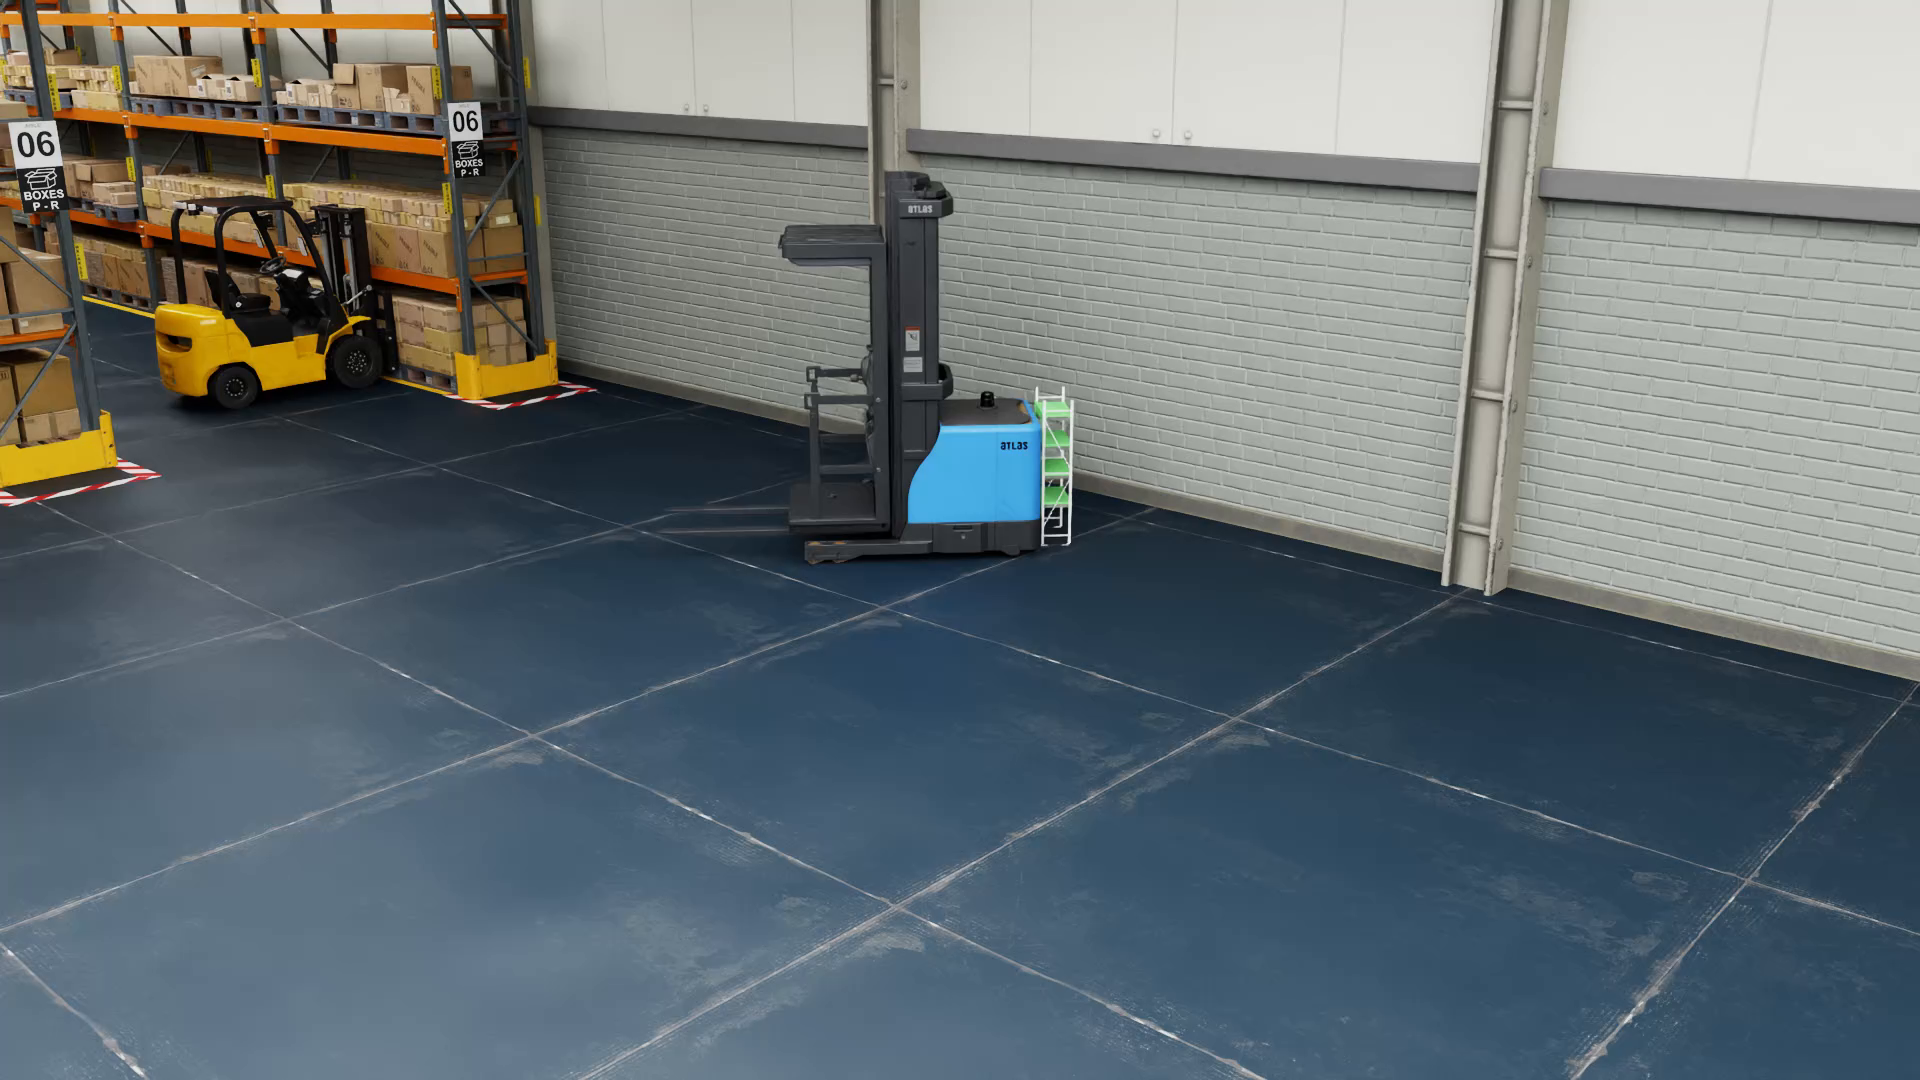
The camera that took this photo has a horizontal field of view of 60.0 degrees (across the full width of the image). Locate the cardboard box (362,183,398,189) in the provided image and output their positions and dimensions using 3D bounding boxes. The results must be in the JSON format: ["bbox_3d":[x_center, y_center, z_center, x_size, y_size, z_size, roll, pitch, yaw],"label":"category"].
[{"bbox_3d":[-7.131,-4.314,20.517,0.250,0.149,0.380,14,23,38],"label":"cardboard box"}]

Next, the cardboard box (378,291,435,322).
[{"bbox_3d":[-6.496,-2.742,19.492,0.500,0.250,0.500,15,23,40],"label":"cardboard box"}]

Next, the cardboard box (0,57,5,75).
[{"bbox_3d":[-14.687,-7.349,25.779,0.500,0.250,0.500,15,23,39],"label":"cardboard box"}]

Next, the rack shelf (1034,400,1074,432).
[{"bbox_3d":[0.756,-1.000,13.403,0.258,0.148,0.480,-1,18,-4],"label":"rack shelf"}]

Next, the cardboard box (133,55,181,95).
[{"bbox_3d":[-10.778,-6.285,22.473,0.500,0.500,0.500,15,23,40],"label":"cardboard box"}]

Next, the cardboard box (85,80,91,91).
[{"bbox_3d":[-12.312,-6.542,23.896,0.250,0.149,0.380,15,23,40],"label":"cardboard box"}]

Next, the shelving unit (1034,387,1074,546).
[{"bbox_3d":[0.756,-0.603,13.529,0.258,1.200,0.503,-1,18,-4],"label":"shelving unit"}]

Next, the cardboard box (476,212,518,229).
[{"bbox_3d":[-5.256,-3.638,18.878,0.250,0.149,0.380,14,23,38],"label":"cardboard box"}]

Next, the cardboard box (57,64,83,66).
[{"bbox_3d":[-13.448,-7.134,25.239,0.250,0.149,0.380,14,23,38],"label":"cardboard box"}]

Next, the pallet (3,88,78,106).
[{"bbox_3d":[-13.709,-6.757,25.295,1.003,0.211,1.213,15,23,39],"label":"pallet"}]

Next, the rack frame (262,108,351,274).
[{"bbox_3d":[-8.166,-3.957,21.122,0.127,3.000,1.000,15,23,39],"label":"rack frame"}]

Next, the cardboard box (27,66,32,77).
[{"bbox_3d":[-13.599,-6.960,24.689,0.250,0.149,0.380,15,23,38],"label":"cardboard box"}]

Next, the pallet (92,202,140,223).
[{"bbox_3d":[-11.712,-4.789,24.060,1.003,0.211,1.213,15,23,39],"label":"pallet"}]

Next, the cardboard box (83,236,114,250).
[{"bbox_3d":[-13.040,-4.501,25.202,0.250,0.149,0.380,16,24,41],"label":"cardboard box"}]

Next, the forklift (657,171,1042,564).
[{"bbox_3d":[-0.895,-1.377,13.106,3.031,2.935,1.130,-1,18,-4],"label":"forklift"}]

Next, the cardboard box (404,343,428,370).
[{"bbox_3d":[-6.101,-2.168,19.337,0.500,0.250,0.500,15,23,39],"label":"cardboard box"}]

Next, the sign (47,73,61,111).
[{"bbox_3d":[-8.106,-3.999,14.851,0.005,0.325,0.100,15,23,39],"label":"sign"}]

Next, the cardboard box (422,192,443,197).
[{"bbox_3d":[-6.053,-3.979,19.460,0.250,0.149,0.380,16,24,41],"label":"cardboard box"}]

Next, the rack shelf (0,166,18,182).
[{"bbox_3d":[-9.962,-3.519,15.971,4.000,0.370,1.077,15,23,39],"label":"rack shelf"}]

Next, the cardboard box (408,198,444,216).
[{"bbox_3d":[-6.001,-3.766,18.789,0.250,0.149,0.380,16,23,40],"label":"cardboard box"}]

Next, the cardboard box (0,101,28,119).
[{"bbox_3d":[-8.597,-3.838,14.884,0.250,0.149,0.380,15,23,39],"label":"cardboard box"}]

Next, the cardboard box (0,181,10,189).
[{"bbox_3d":[-15.077,-5.778,26.616,0.500,0.250,0.500,15,23,39],"label":"cardboard box"}]

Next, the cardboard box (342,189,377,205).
[{"bbox_3d":[-7.109,-4.084,19.792,0.250,0.149,0.380,15,23,39],"label":"cardboard box"}]

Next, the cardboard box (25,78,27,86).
[{"bbox_3d":[-13.765,-6.883,24.937,0.250,0.149,0.380,15,23,40],"label":"cardboard box"}]

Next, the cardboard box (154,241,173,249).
[{"bbox_3d":[-11.761,-4.345,24.709,0.250,0.149,0.380,15,23,40],"label":"cardboard box"}]

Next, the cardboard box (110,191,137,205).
[{"bbox_3d":[-11.904,-4.886,23.769,0.250,0.149,0.380,16,23,40],"label":"cardboard box"}]

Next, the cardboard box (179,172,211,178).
[{"bbox_3d":[-10.781,-5.098,23.478,0.250,0.149,0.380,16,24,41],"label":"cardboard box"}]

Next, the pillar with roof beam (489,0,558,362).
[{"bbox_3d":[-7.955,-5.383,15.698,0.400,9.000,9.100,15,23,39],"label":"pillar with roof beam"}]

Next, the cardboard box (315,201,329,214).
[{"bbox_3d":[-7.559,-4.027,20.103,0.250,0.149,0.380,16,23,40],"label":"cardboard box"}]

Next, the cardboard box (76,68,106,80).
[{"bbox_3d":[-12.392,-6.663,23.786,0.250,0.149,0.380,14,23,38],"label":"cardboard box"}]

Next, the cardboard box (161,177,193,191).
[{"bbox_3d":[-10.706,-4.887,22.815,0.250,0.149,0.380,16,24,41],"label":"cardboard box"}]

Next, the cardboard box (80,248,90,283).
[{"bbox_3d":[-13.162,-4.218,25.383,0.500,0.500,0.500,14,22,38],"label":"cardboard box"}]

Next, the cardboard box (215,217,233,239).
[{"bbox_3d":[-9.448,-4.134,21.927,0.500,0.250,0.500,15,23,40],"label":"cardboard box"}]

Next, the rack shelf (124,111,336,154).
[{"bbox_3d":[-9.662,-5.446,22.042,4.000,0.370,1.077,15,23,39],"label":"rack shelf"}]

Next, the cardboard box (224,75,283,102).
[{"bbox_3d":[-8.869,-5.682,20.887,0.500,0.311,0.500,14,22,38],"label":"cardboard box"}]

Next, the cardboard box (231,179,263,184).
[{"bbox_3d":[-9.619,-4.794,22.520,0.250,0.149,0.380,16,24,41],"label":"cardboard box"}]

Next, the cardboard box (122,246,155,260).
[{"bbox_3d":[-11.920,-4.168,24.152,0.250,0.149,0.380,14,22,36],"label":"cardboard box"}]

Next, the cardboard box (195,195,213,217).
[{"bbox_3d":[-9.836,-4.476,22.178,0.500,0.250,0.500,15,23,40],"label":"cardboard box"}]

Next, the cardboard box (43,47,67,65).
[{"bbox_3d":[-13.876,-7.415,25.436,0.258,0.266,0.396,15,23,38],"label":"cardboard box"}]

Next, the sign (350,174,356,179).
[{"bbox_3d":[-7.799,-4.533,21.376,0.005,0.325,0.100,15,23,39],"label":"sign"}]

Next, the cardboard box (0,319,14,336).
[{"bbox_3d":[-8.888,-1.937,15.172,0.250,0.149,0.380,16,24,41],"label":"cardboard box"}]

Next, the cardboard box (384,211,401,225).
[{"bbox_3d":[-6.393,-3.723,19.146,0.250,0.149,0.380,14,22,38],"label":"cardboard box"}]

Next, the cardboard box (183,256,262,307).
[{"bbox_3d":[-10.207,-3.571,23.136,0.625,0.625,0.875,16,24,41],"label":"cardboard box"}]

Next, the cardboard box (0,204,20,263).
[{"bbox_3d":[-8.994,-2.749,15.006,0.500,0.500,0.700,14,23,38],"label":"cardboard box"}]

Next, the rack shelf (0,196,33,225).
[{"bbox_3d":[-15.646,-5.622,27.557,4.000,0.370,1.077,15,23,39],"label":"rack shelf"}]

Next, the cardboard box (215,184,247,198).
[{"bbox_3d":[-9.545,-4.582,21.854,0.250,0.149,0.380,15,23,40],"label":"cardboard box"}]

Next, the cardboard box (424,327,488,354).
[{"bbox_3d":[-5.746,-2.309,18.953,0.500,0.250,0.500,15,23,39],"label":"cardboard box"}]

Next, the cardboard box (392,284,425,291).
[{"bbox_3d":[-6.530,-2.966,20.198,0.500,0.250,0.500,14,23,38],"label":"cardboard box"}]

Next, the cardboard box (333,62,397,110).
[{"bbox_3d":[-6.779,-5.269,19.266,0.637,0.503,0.797,16,24,41],"label":"cardboard box"}]

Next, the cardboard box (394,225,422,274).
[{"bbox_3d":[-6.099,-3.347,19.035,0.500,0.500,0.500,16,24,41],"label":"cardboard box"}]

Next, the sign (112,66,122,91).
[{"bbox_3d":[-11.520,-6.314,22.735,0.005,0.325,0.100,15,23,39],"label":"sign"}]

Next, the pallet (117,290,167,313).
[{"bbox_3d":[-11.691,-3.590,24.574,1.213,0.211,1.003,15,23,39],"label":"pallet"}]

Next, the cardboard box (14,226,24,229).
[{"bbox_3d":[-15.805,-4.922,27.600,0.500,0.500,0.500,16,23,40],"label":"cardboard box"}]

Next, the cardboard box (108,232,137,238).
[{"bbox_3d":[-12.916,-4.661,25.706,0.250,0.149,0.380,16,24,41],"label":"cardboard box"}]
